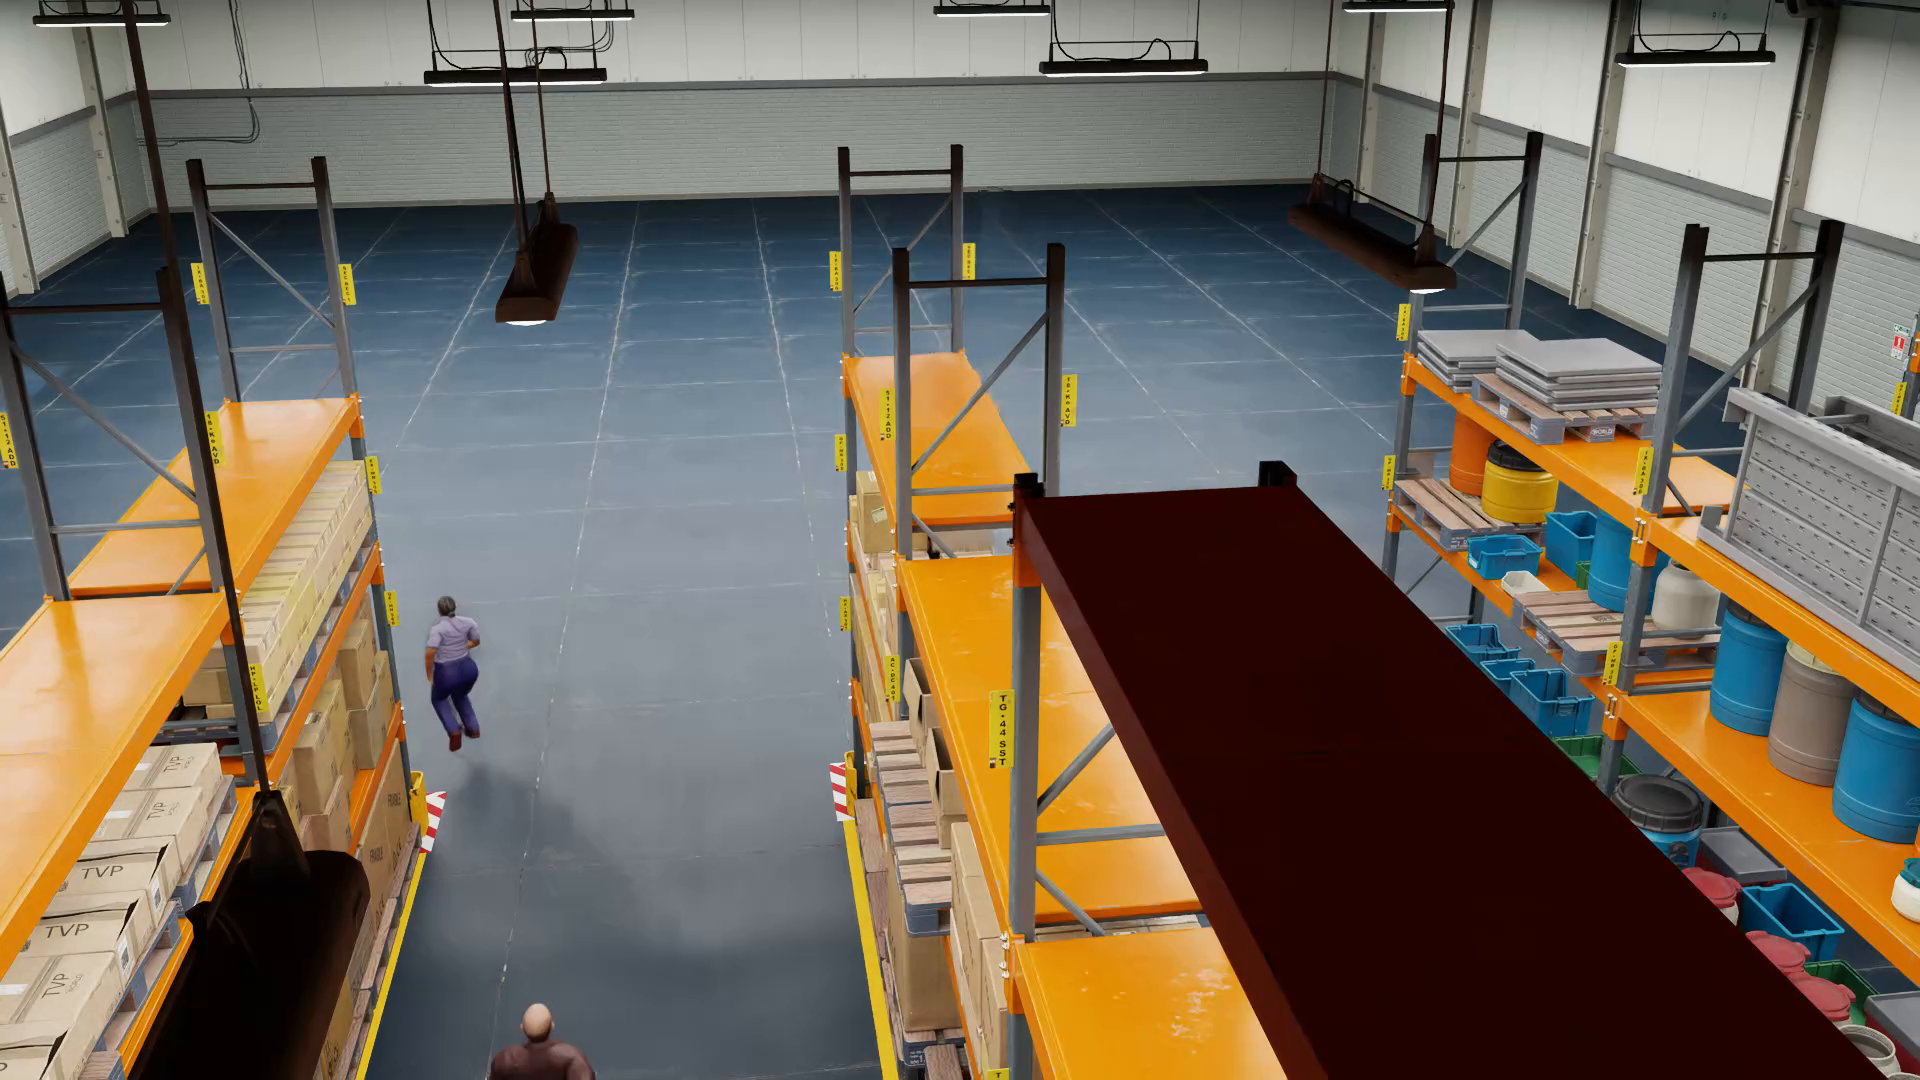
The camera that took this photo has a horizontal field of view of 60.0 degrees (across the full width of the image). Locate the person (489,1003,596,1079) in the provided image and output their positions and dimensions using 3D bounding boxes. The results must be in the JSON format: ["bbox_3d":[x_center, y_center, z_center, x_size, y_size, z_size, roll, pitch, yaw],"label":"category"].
[{"bbox_3d":[-2.483,3.584,10.113,0.684,1.806,0.927,-4,22,-10],"label":"person"}]

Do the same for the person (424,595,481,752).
[{"bbox_3d":[-4.881,1.264,15.939,0.628,1.595,0.604,-18,28,-38],"label":"person"}]
